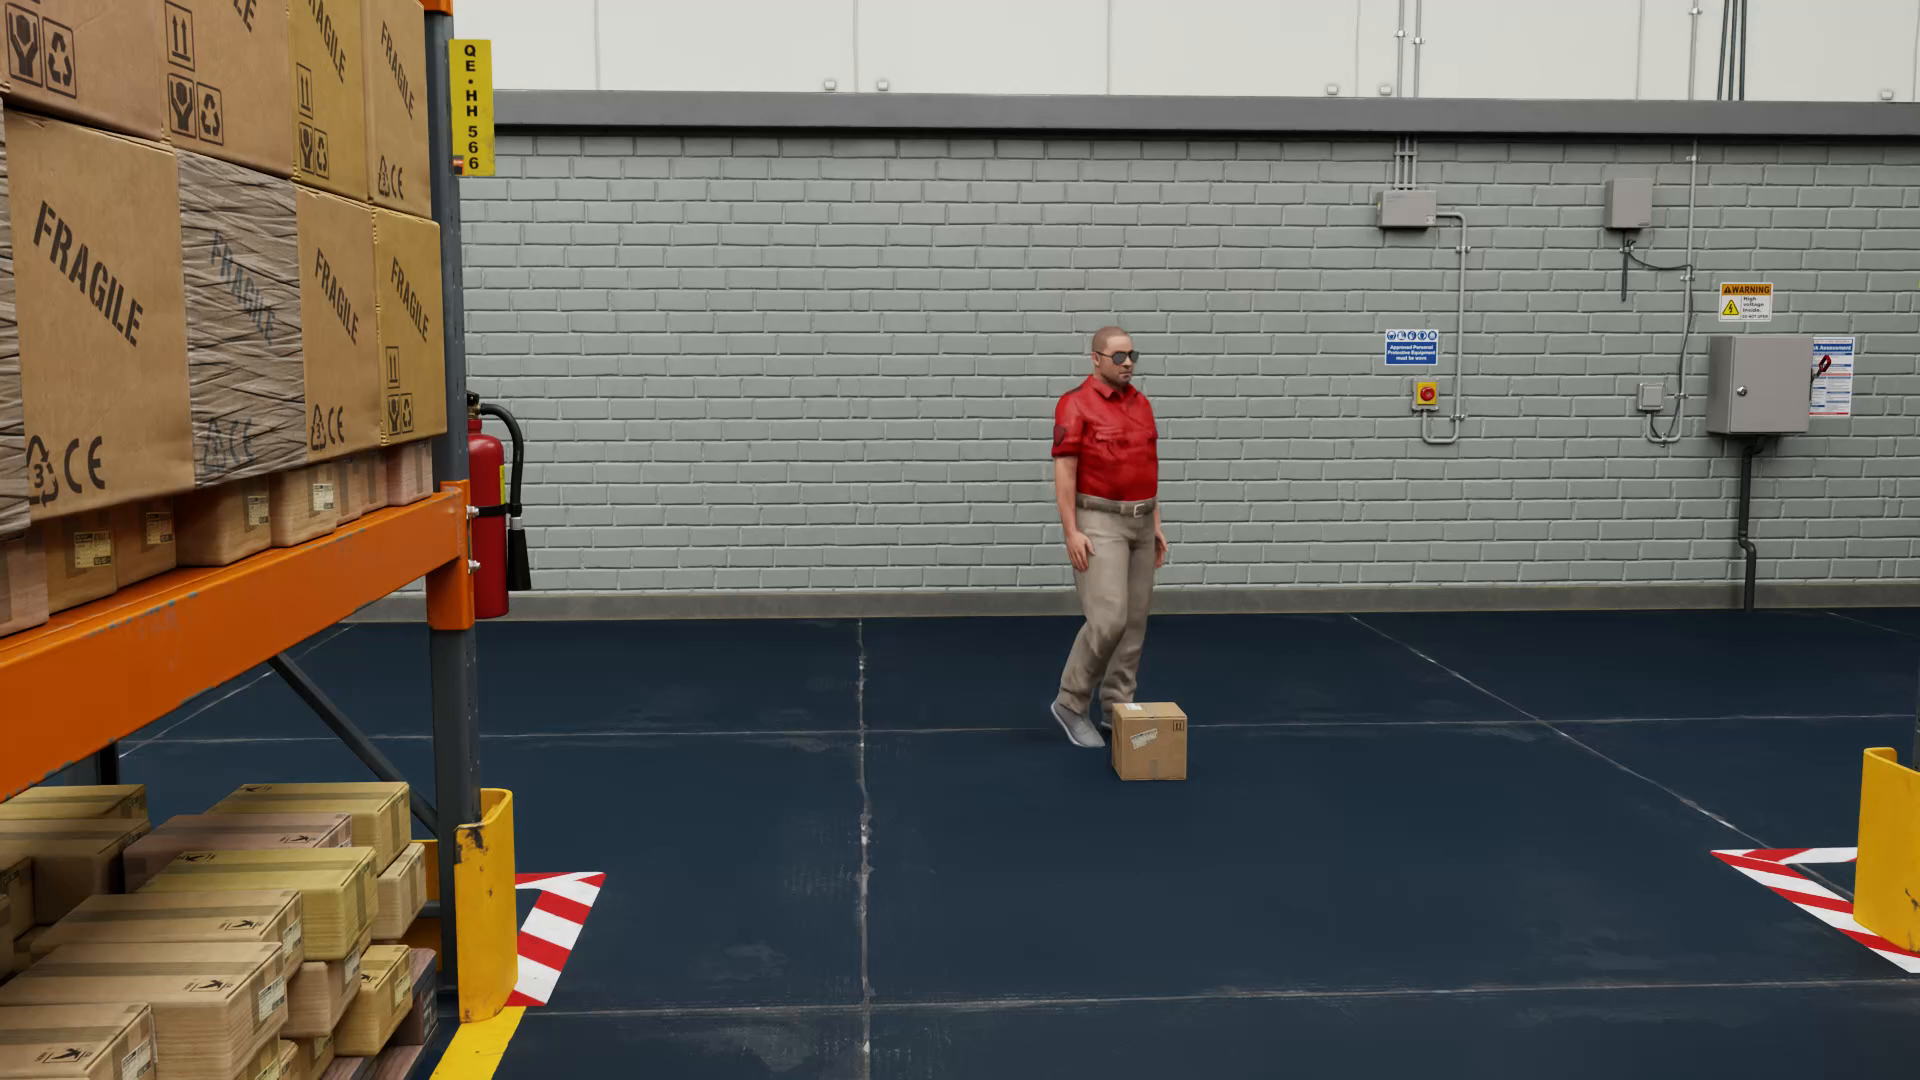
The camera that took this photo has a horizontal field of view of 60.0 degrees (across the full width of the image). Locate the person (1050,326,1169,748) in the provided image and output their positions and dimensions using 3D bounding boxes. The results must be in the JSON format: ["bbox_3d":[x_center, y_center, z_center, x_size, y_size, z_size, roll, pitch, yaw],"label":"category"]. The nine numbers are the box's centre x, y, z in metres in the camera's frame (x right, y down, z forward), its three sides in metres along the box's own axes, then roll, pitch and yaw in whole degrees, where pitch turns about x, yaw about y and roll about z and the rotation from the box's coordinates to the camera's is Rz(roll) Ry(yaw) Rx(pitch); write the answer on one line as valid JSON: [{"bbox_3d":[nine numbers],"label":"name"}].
[{"bbox_3d":[0.659,0.005,6.957,0.561,1.790,0.387,-6,9,-41],"label":"person"}]
